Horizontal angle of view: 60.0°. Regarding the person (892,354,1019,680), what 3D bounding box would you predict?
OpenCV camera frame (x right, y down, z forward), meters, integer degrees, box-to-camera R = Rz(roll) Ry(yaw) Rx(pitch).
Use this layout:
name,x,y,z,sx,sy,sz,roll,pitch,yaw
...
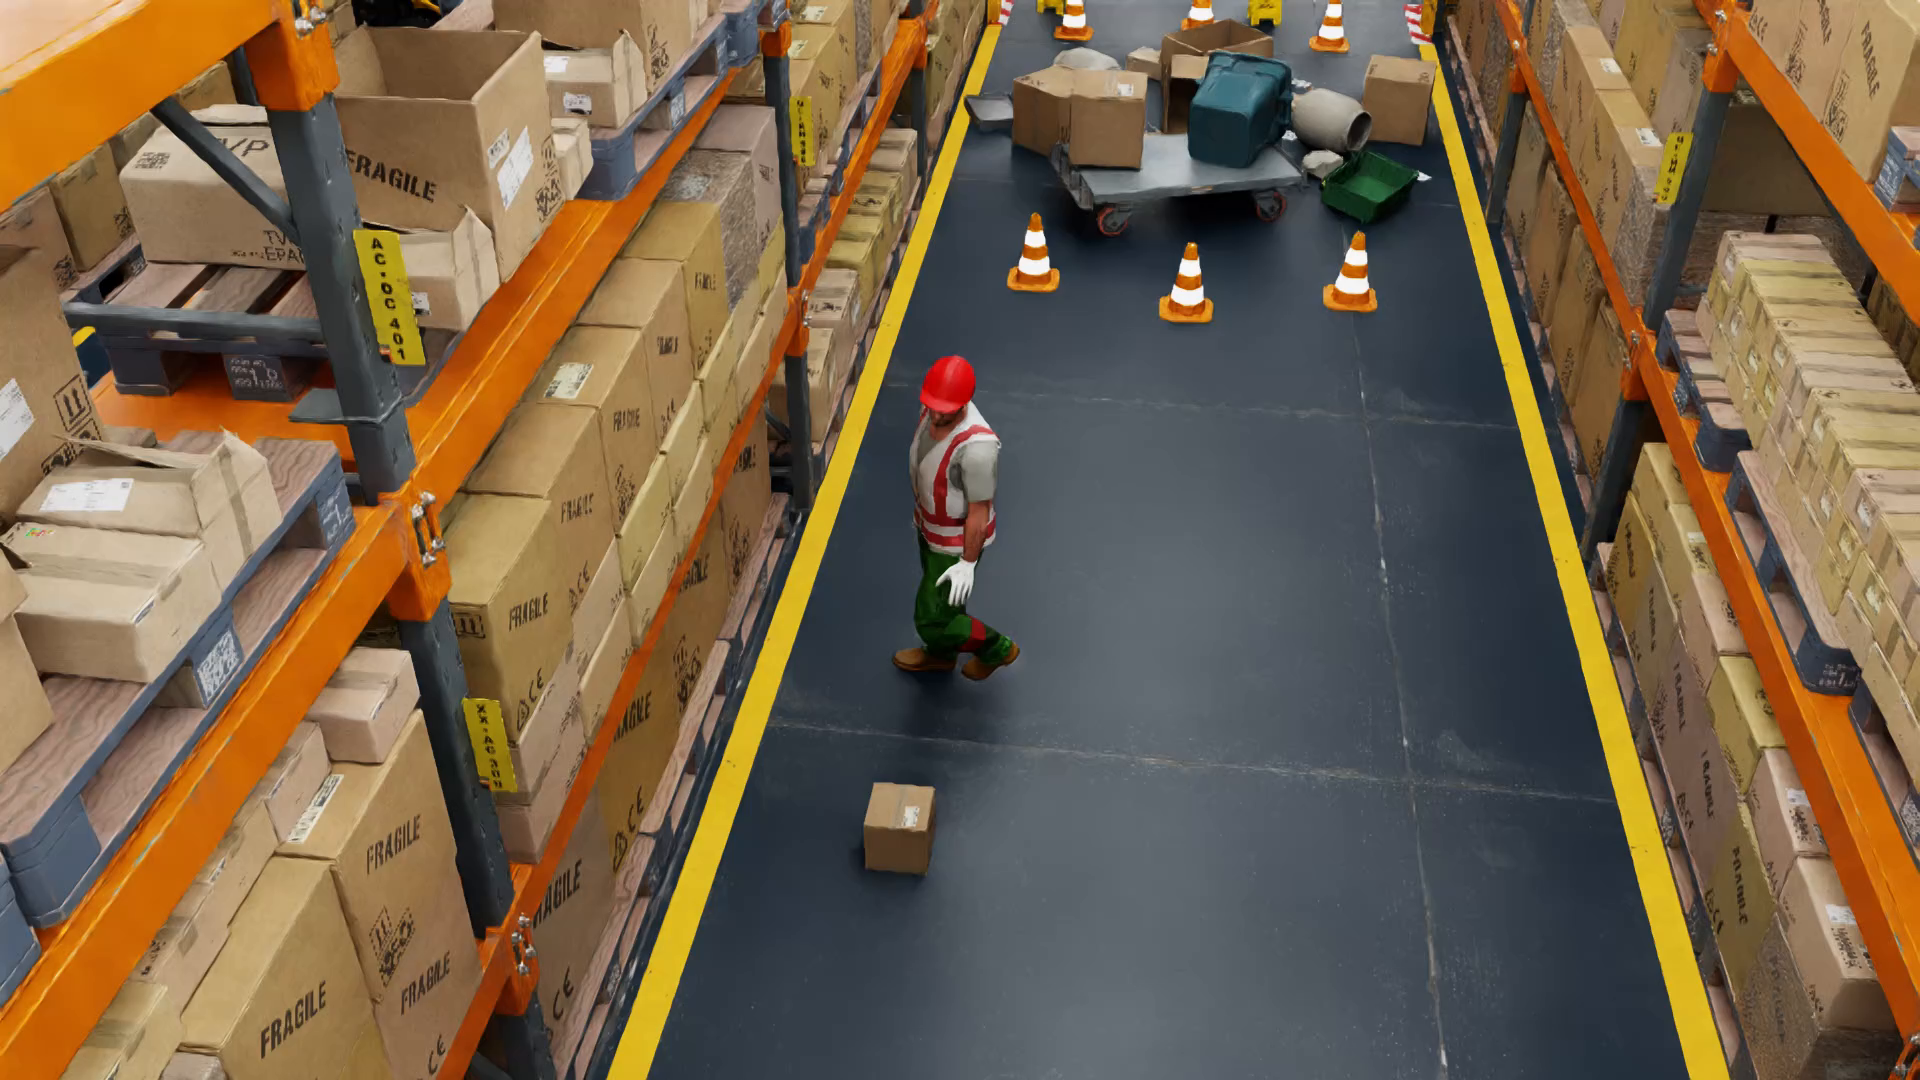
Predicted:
name,x,y,z,sx,sy,sz,roll,pitch,yaw
person,0.001,-0.032,7.058,0.509,1.776,0.634,-13,38,-17
